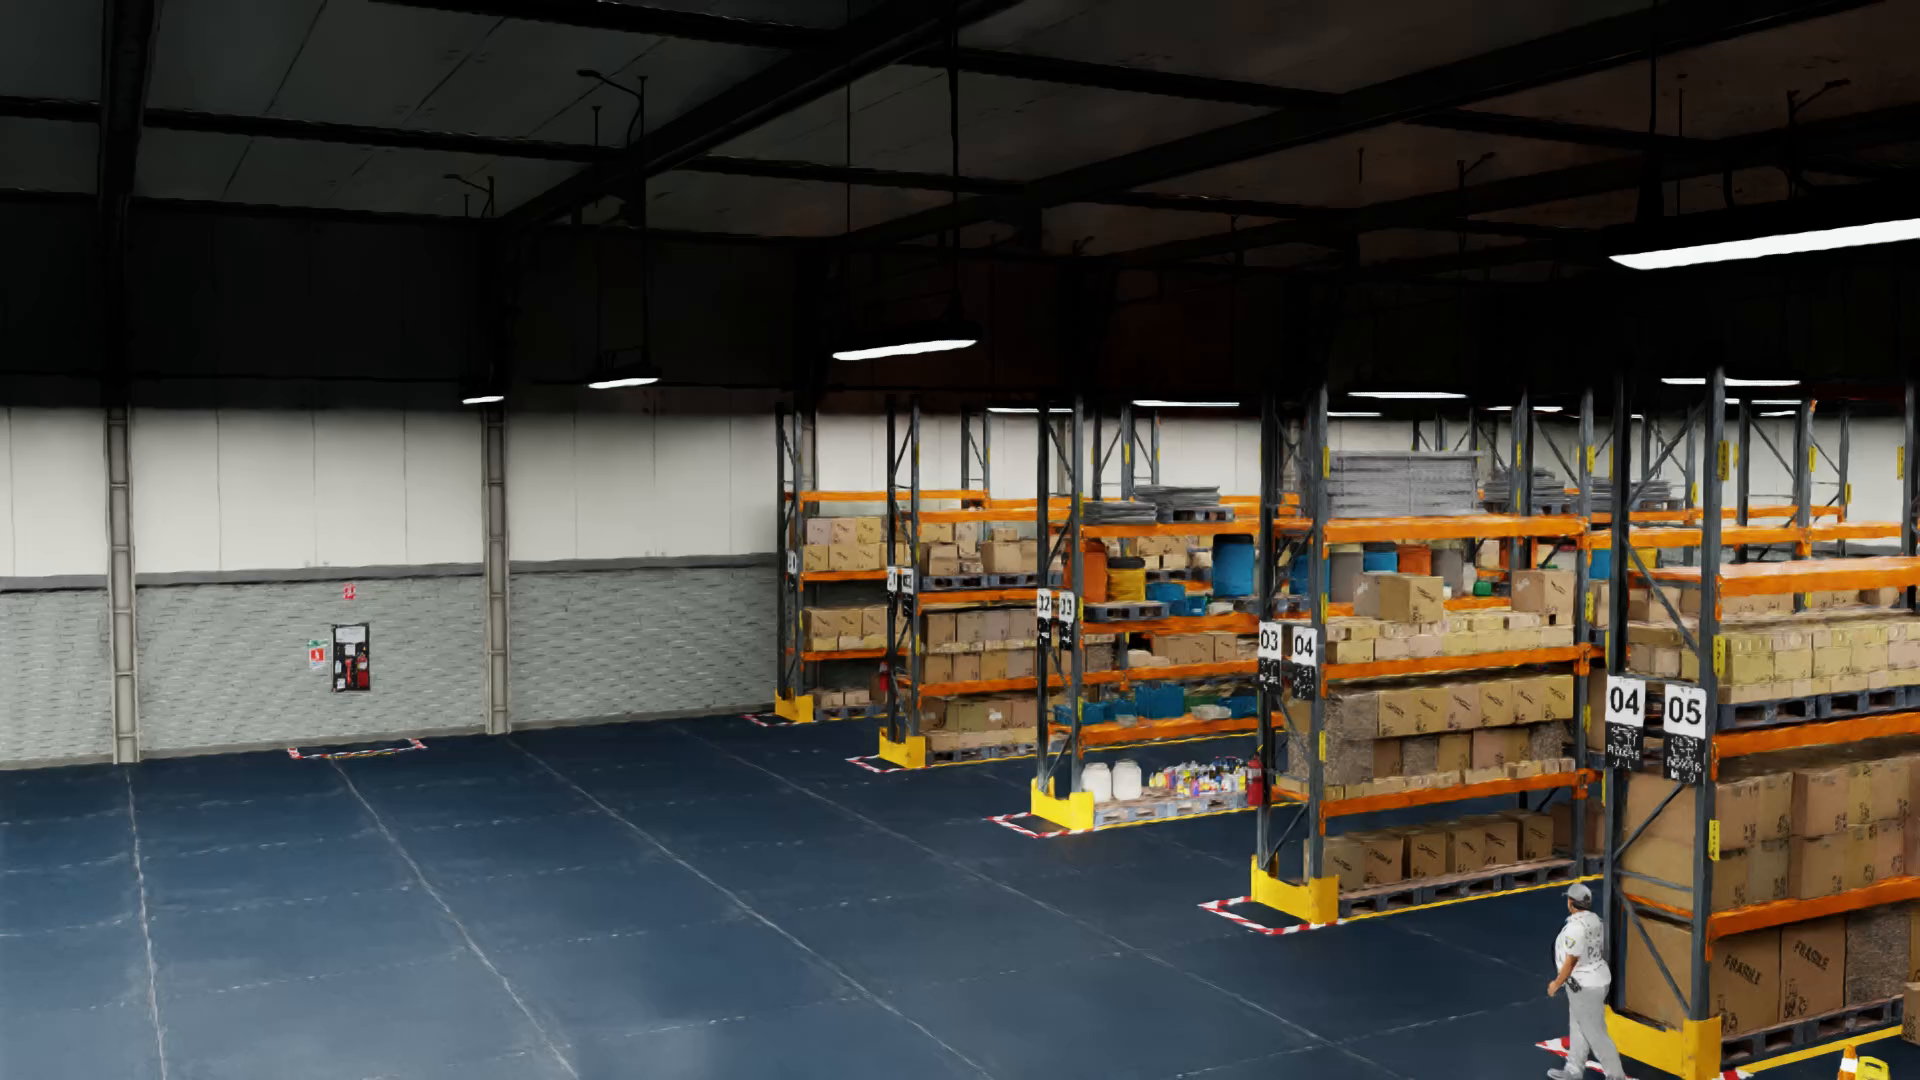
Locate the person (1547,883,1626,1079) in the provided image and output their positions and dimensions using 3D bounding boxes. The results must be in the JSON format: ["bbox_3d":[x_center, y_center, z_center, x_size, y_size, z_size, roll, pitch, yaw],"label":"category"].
[{"bbox_3d":[5.023,3.587,13.302,0.686,1.650,0.517,2,4,36],"label":"person"}]
